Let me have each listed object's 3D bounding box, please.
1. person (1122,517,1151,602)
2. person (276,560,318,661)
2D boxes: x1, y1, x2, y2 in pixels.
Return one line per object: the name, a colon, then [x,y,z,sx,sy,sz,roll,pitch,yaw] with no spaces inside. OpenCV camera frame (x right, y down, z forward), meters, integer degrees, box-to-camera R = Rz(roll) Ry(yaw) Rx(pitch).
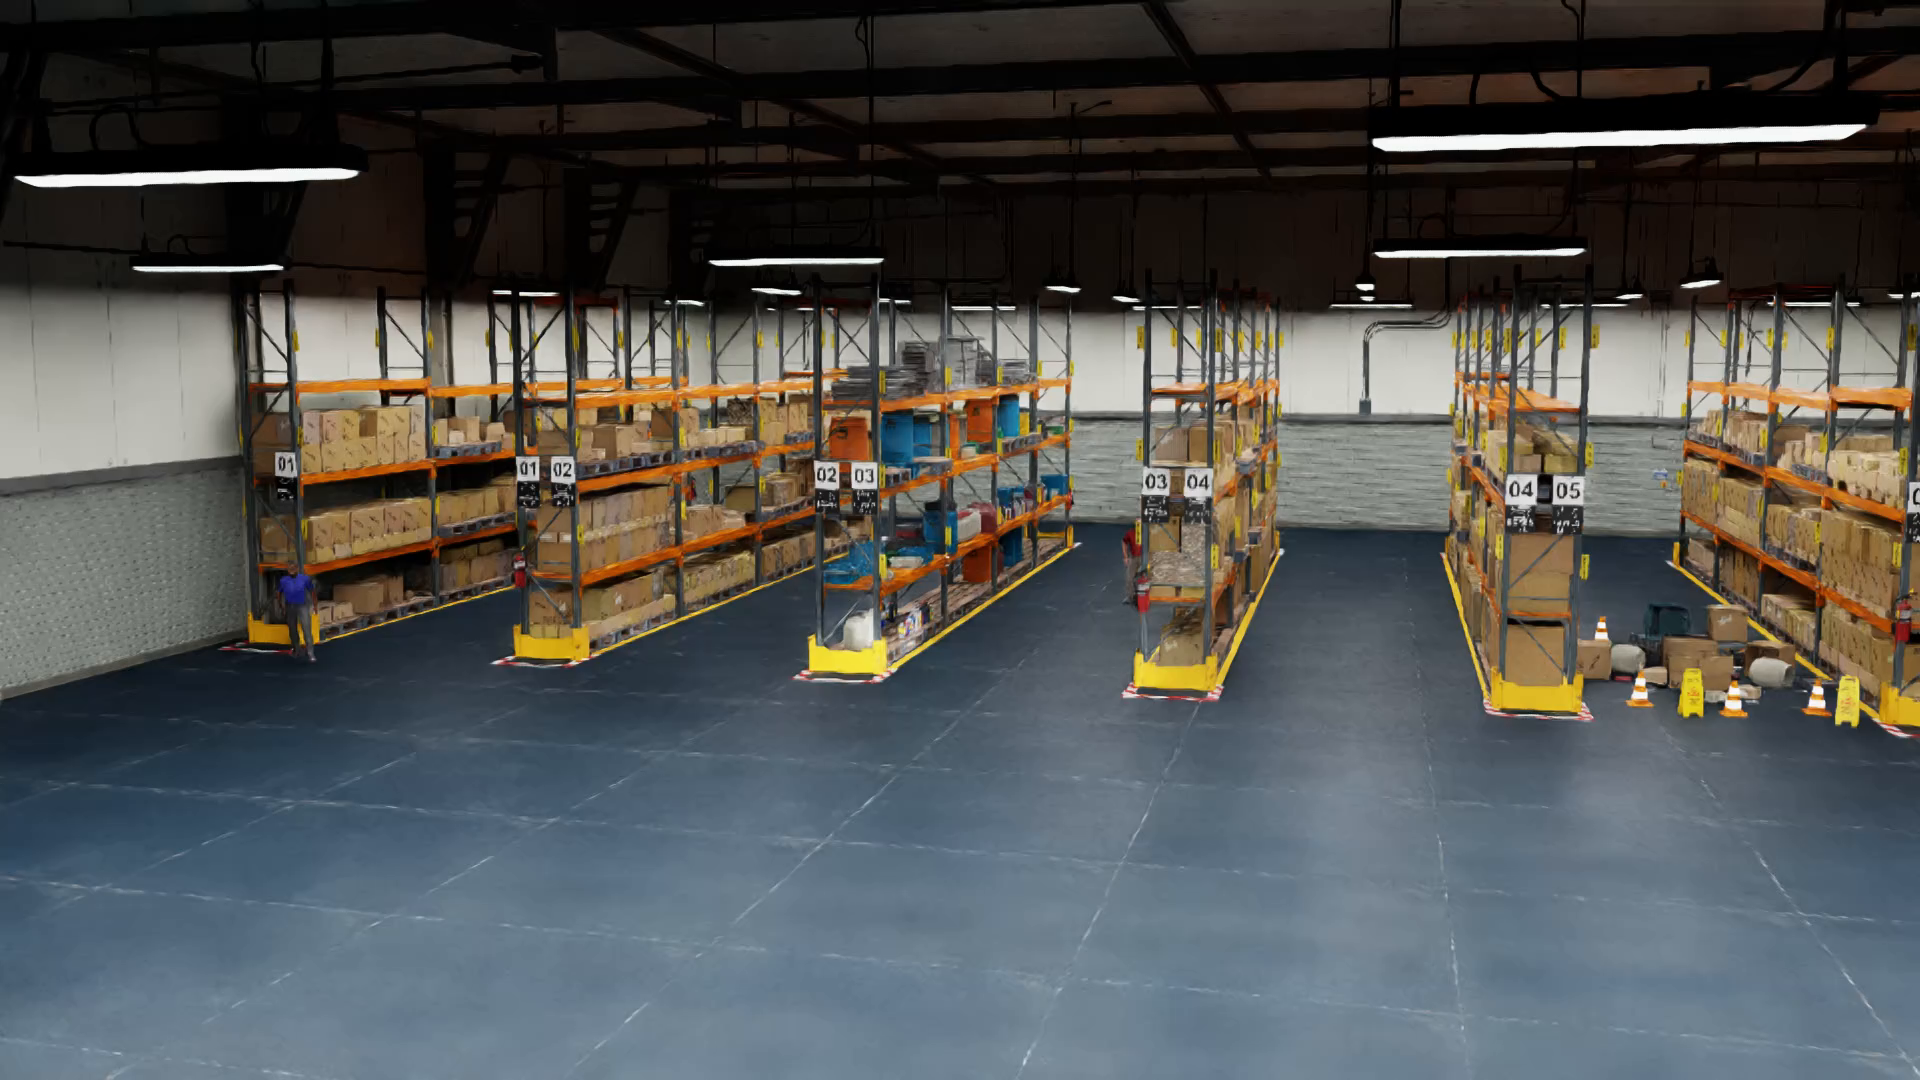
person: [3.424,0.378,31.722,0.682,1.676,0.535,1,7,12]
person: [-10.370,1.090,26.091,0.615,1.581,0.780,-1,7,-7]
